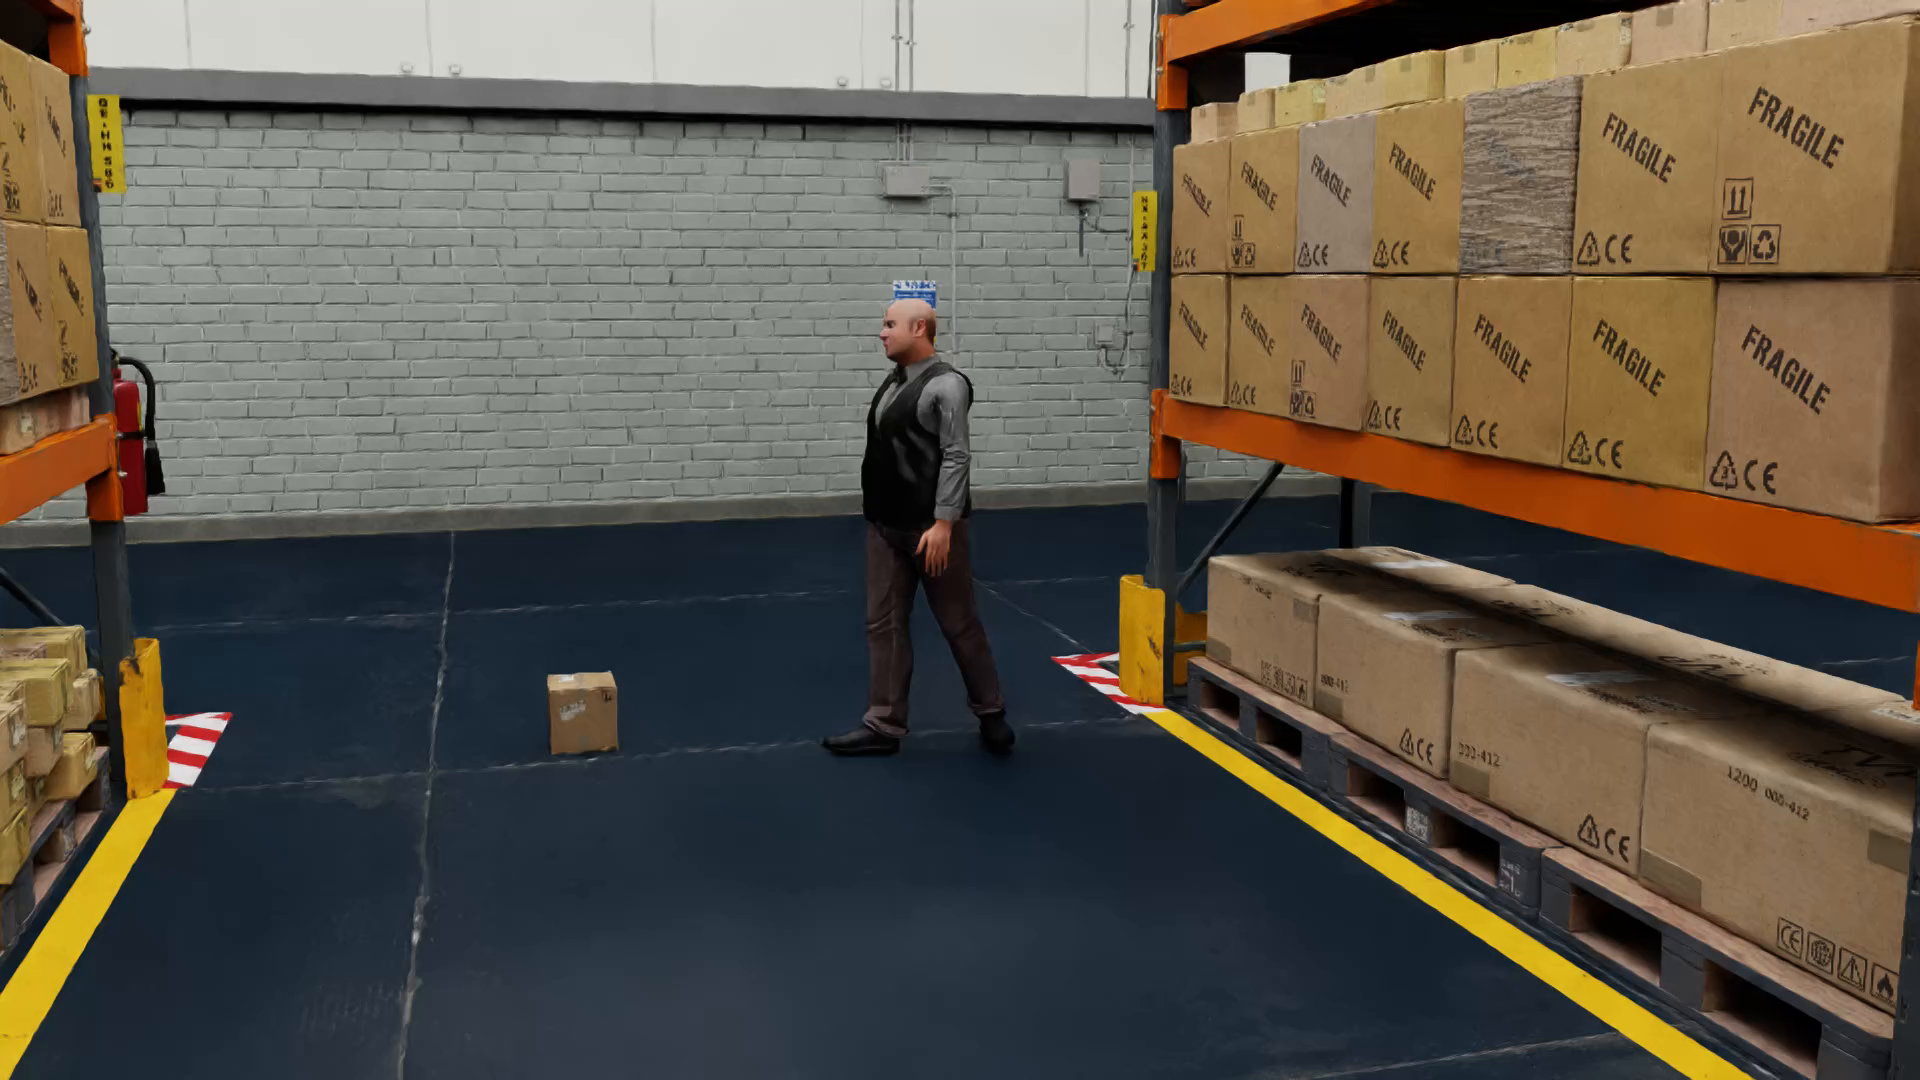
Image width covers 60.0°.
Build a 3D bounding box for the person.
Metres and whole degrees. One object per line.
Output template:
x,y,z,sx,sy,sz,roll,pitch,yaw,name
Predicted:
-0.170,-0.050,6.279,0.672,1.714,0.686,-7,12,-38,person
